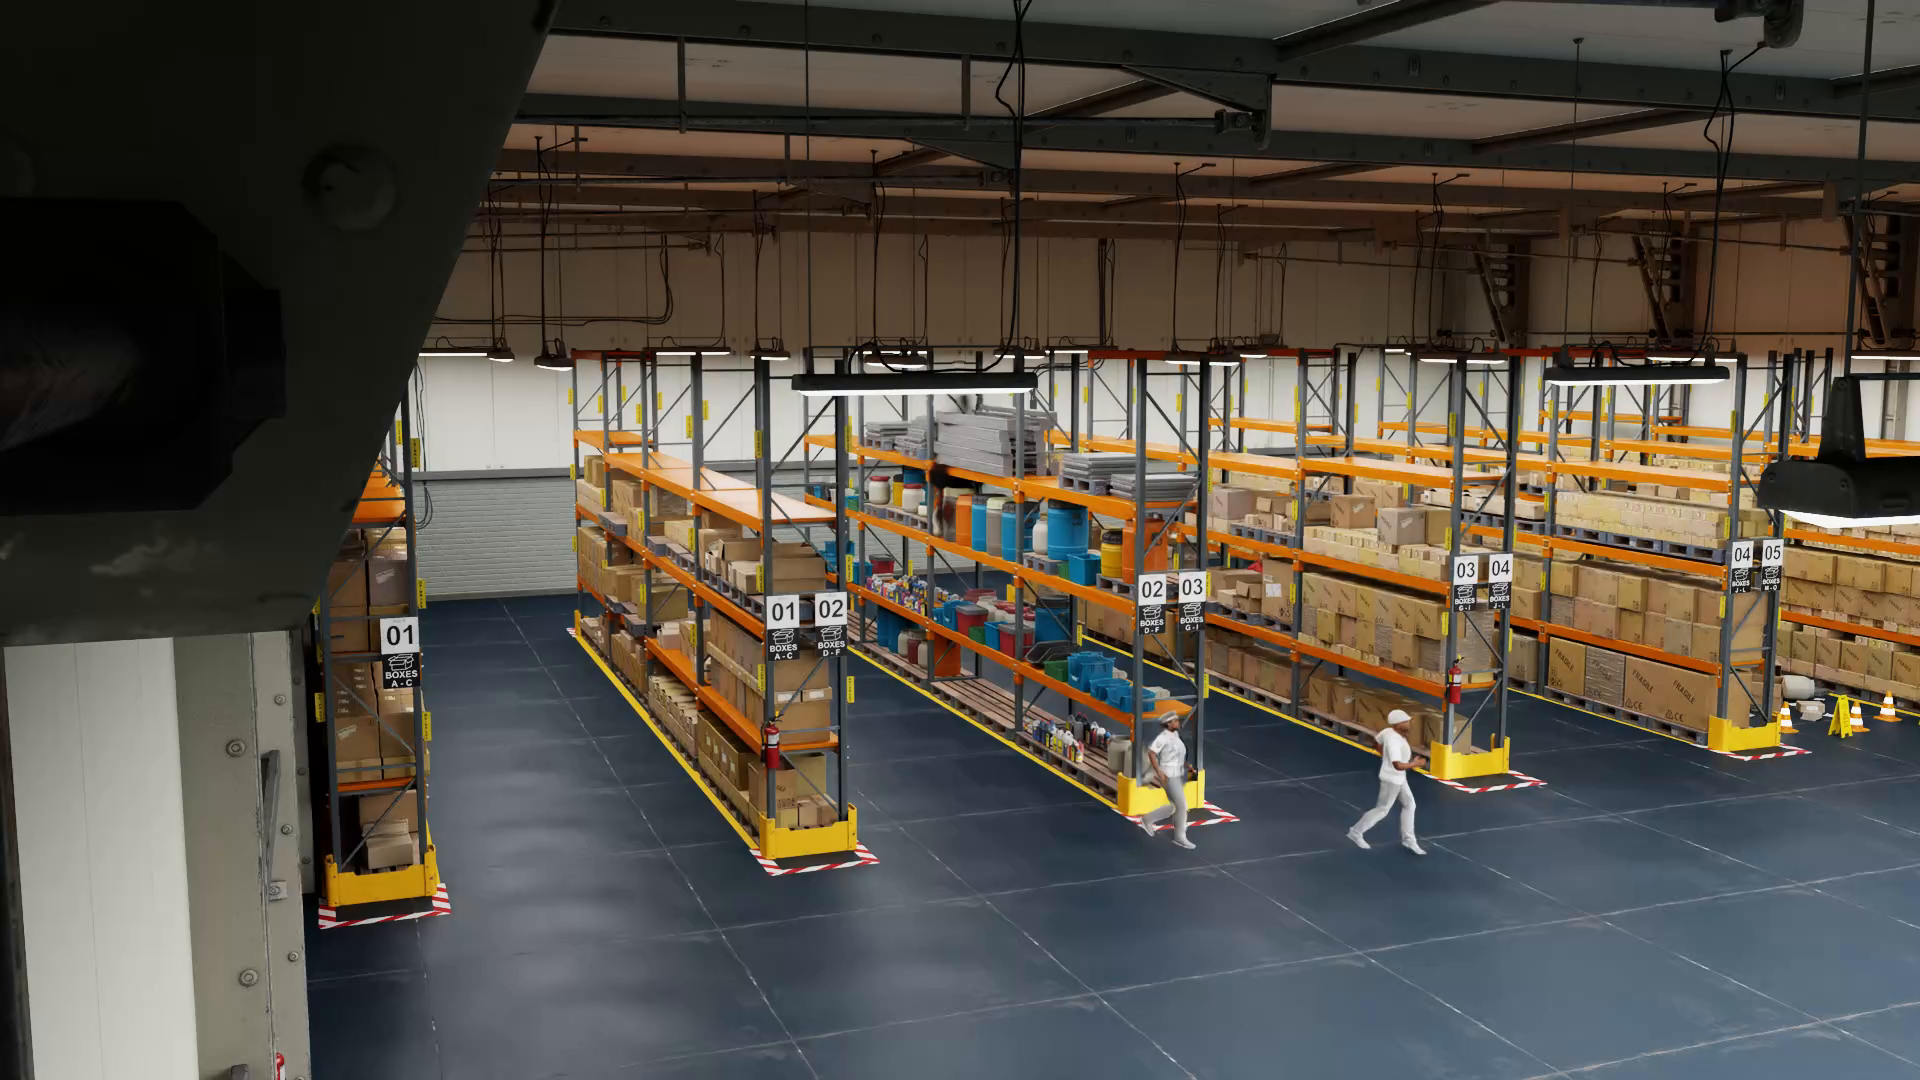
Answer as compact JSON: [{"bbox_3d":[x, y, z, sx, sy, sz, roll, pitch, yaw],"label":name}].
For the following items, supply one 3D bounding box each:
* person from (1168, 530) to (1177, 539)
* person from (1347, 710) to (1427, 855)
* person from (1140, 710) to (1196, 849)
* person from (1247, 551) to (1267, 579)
[{"bbox_3d":[5.050,0.382,41.161,0.655,1.687,0.759,-3,8,-24],"label":"person"},{"bbox_3d":[5.219,2.946,20.256,0.935,1.812,0.713,2,7,15],"label":"person"},{"bbox_3d":[2.635,2.952,20.698,0.733,1.683,0.622,3,8,26],"label":"person"},{"bbox_3d":[6.473,1.076,35.588,0.660,1.673,0.622,-3,8,-24],"label":"person"}]
